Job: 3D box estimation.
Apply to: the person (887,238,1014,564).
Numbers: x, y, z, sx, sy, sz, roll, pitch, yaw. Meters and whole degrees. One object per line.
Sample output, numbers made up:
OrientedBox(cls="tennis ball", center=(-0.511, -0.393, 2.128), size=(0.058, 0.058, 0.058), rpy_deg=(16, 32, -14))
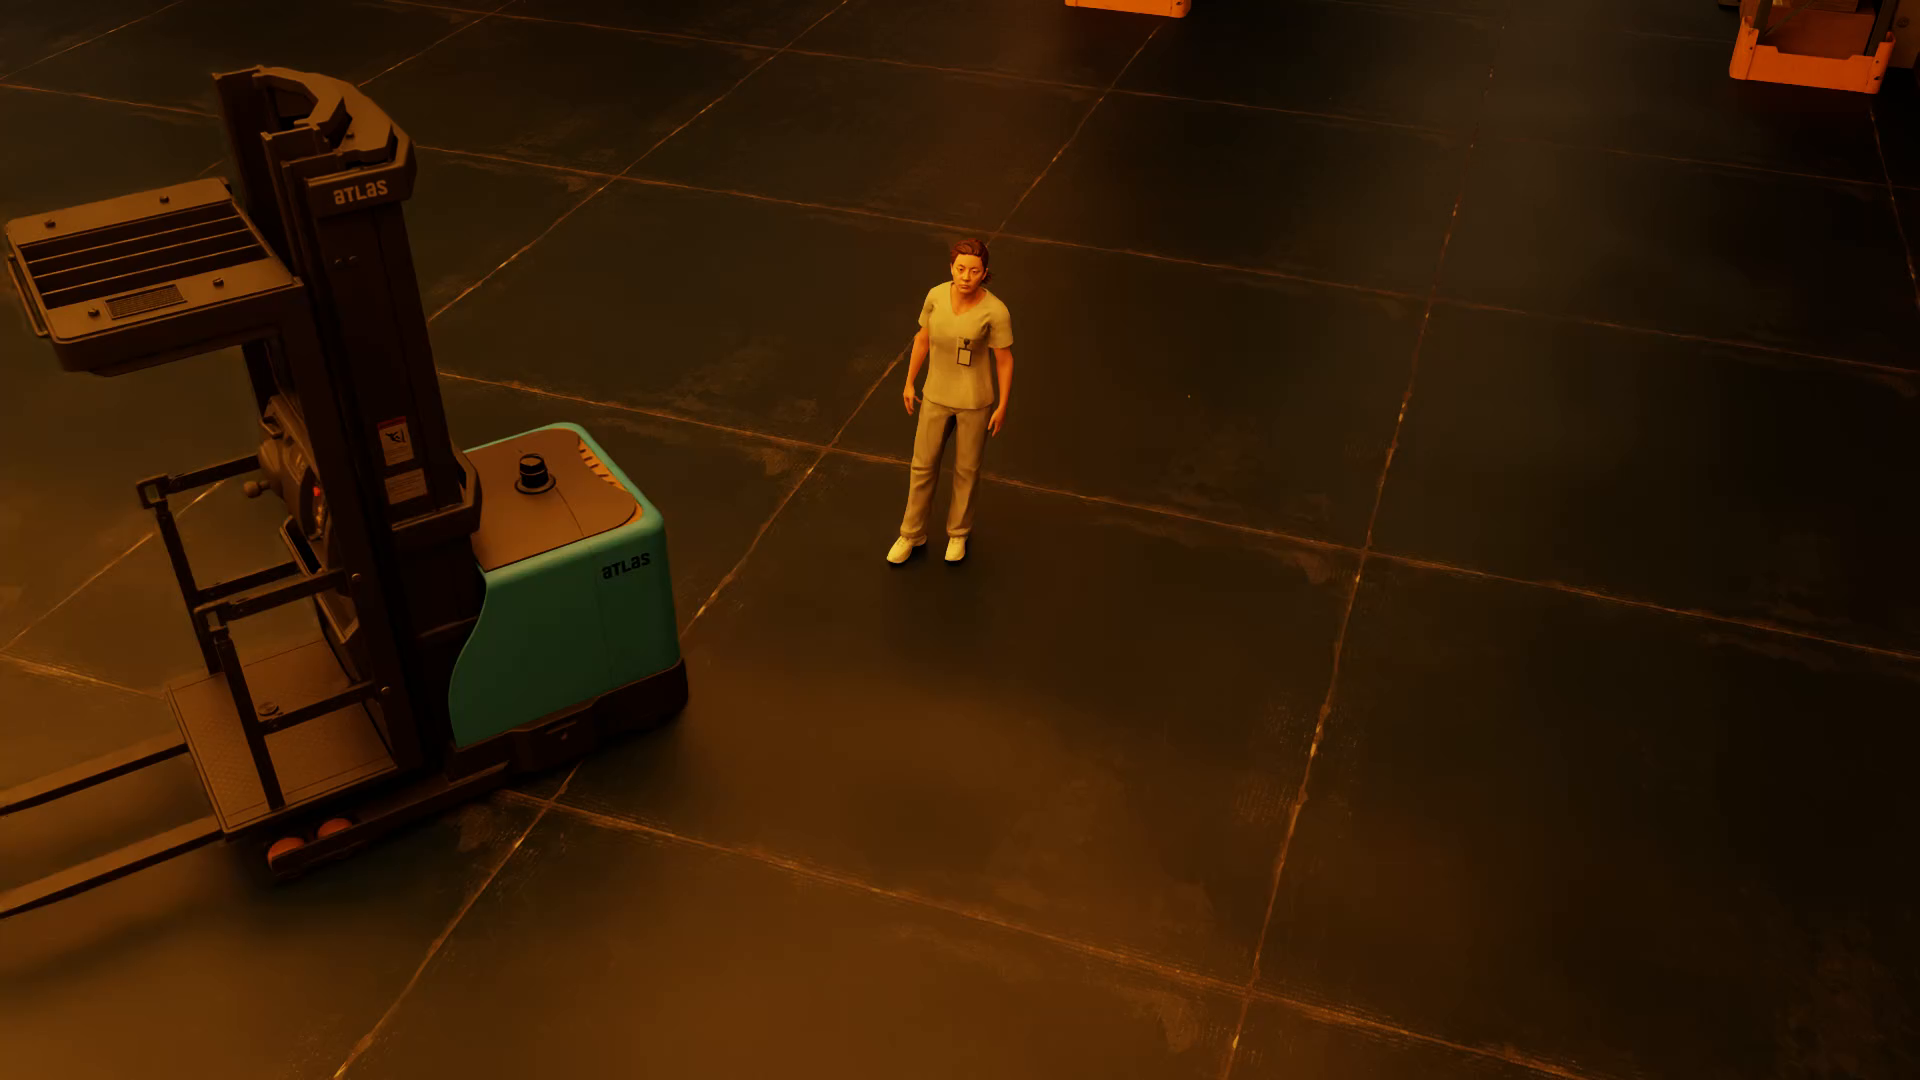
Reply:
OrientedBox(cls="person", center=(-0.038, -0.652, 8.103), size=(0.549, 1.673, 0.548), rpy_deg=(12, 37, 16))

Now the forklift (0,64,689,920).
OrientedBox(cls="forklift", center=(-2.739, -0.180, 6.364), size=(3.031, 2.935, 1.130), rpy_deg=(-21, 40, -27))
